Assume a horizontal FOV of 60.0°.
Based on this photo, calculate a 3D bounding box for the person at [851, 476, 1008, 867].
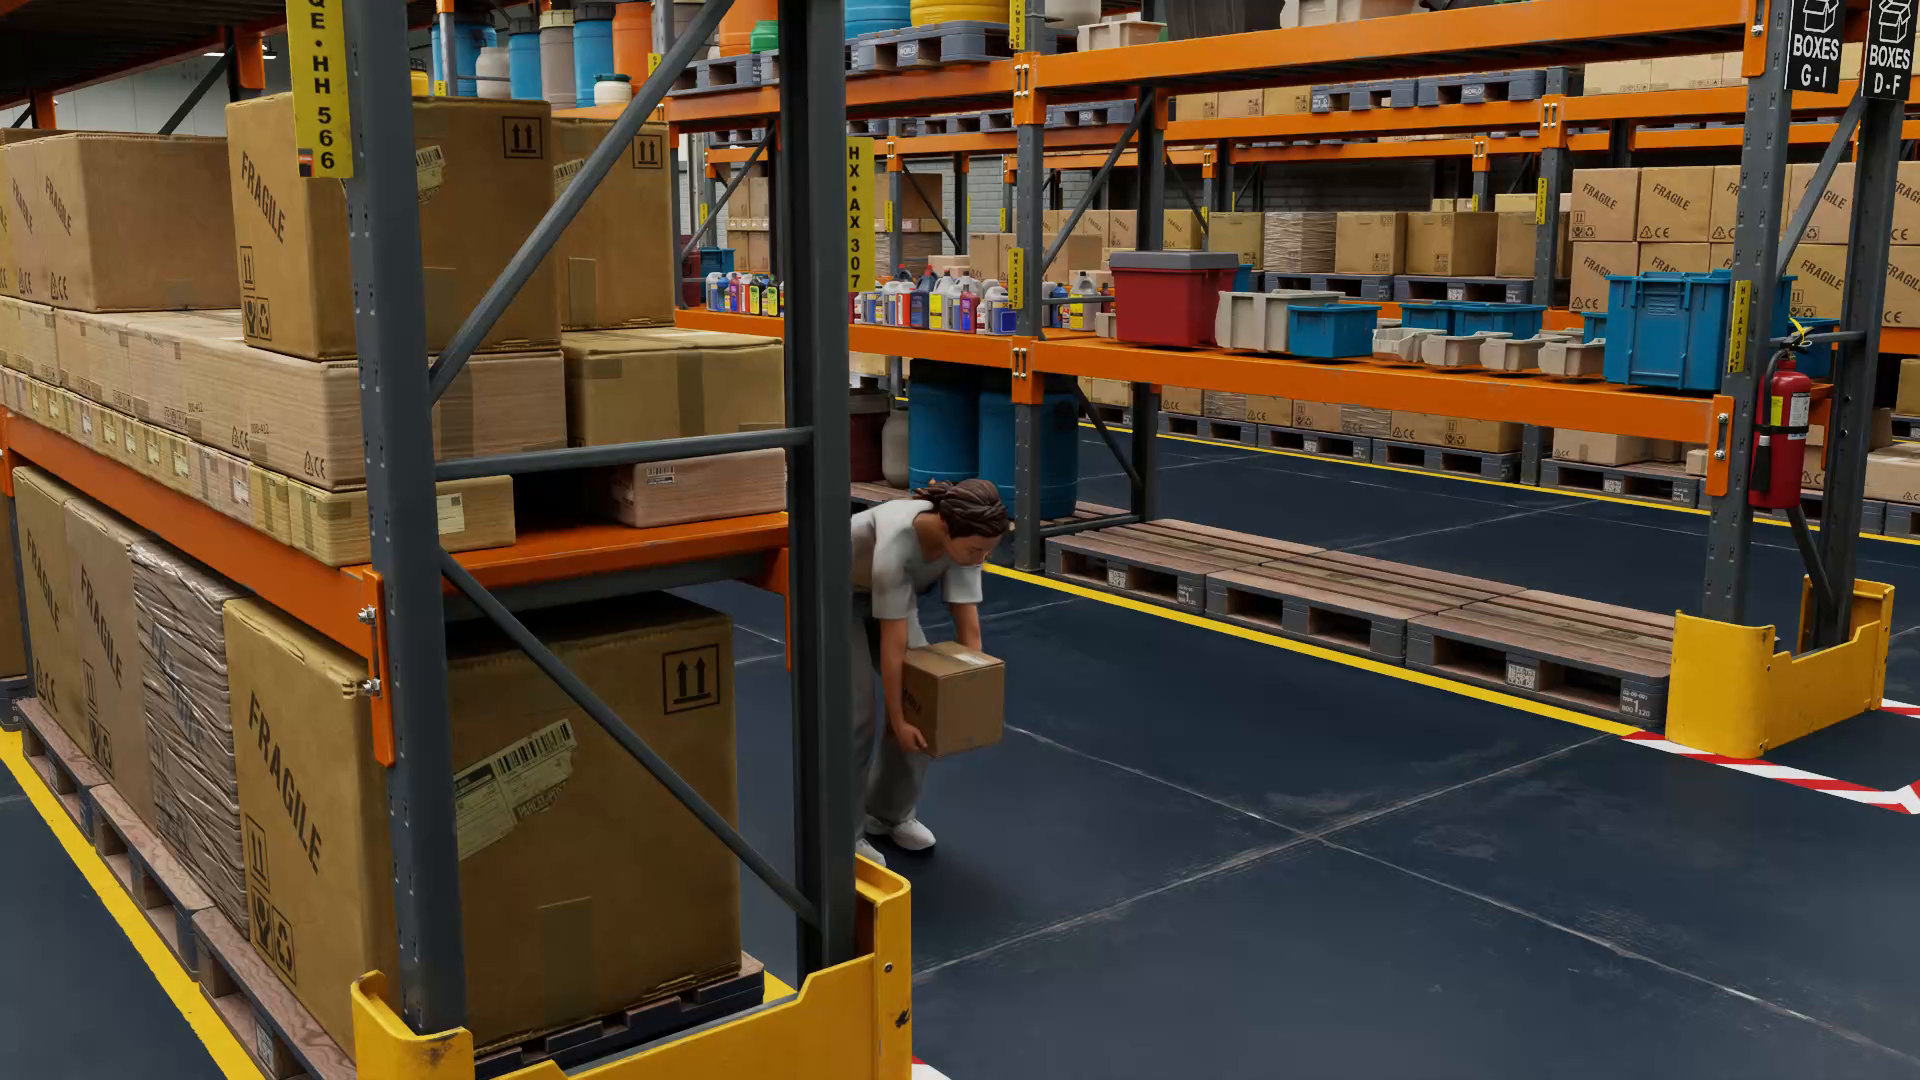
[{"bbox_3d":[-0.162,0.396,5.031,0.423,1.246,0.828,-9,14,-40],"label":"person"}]
